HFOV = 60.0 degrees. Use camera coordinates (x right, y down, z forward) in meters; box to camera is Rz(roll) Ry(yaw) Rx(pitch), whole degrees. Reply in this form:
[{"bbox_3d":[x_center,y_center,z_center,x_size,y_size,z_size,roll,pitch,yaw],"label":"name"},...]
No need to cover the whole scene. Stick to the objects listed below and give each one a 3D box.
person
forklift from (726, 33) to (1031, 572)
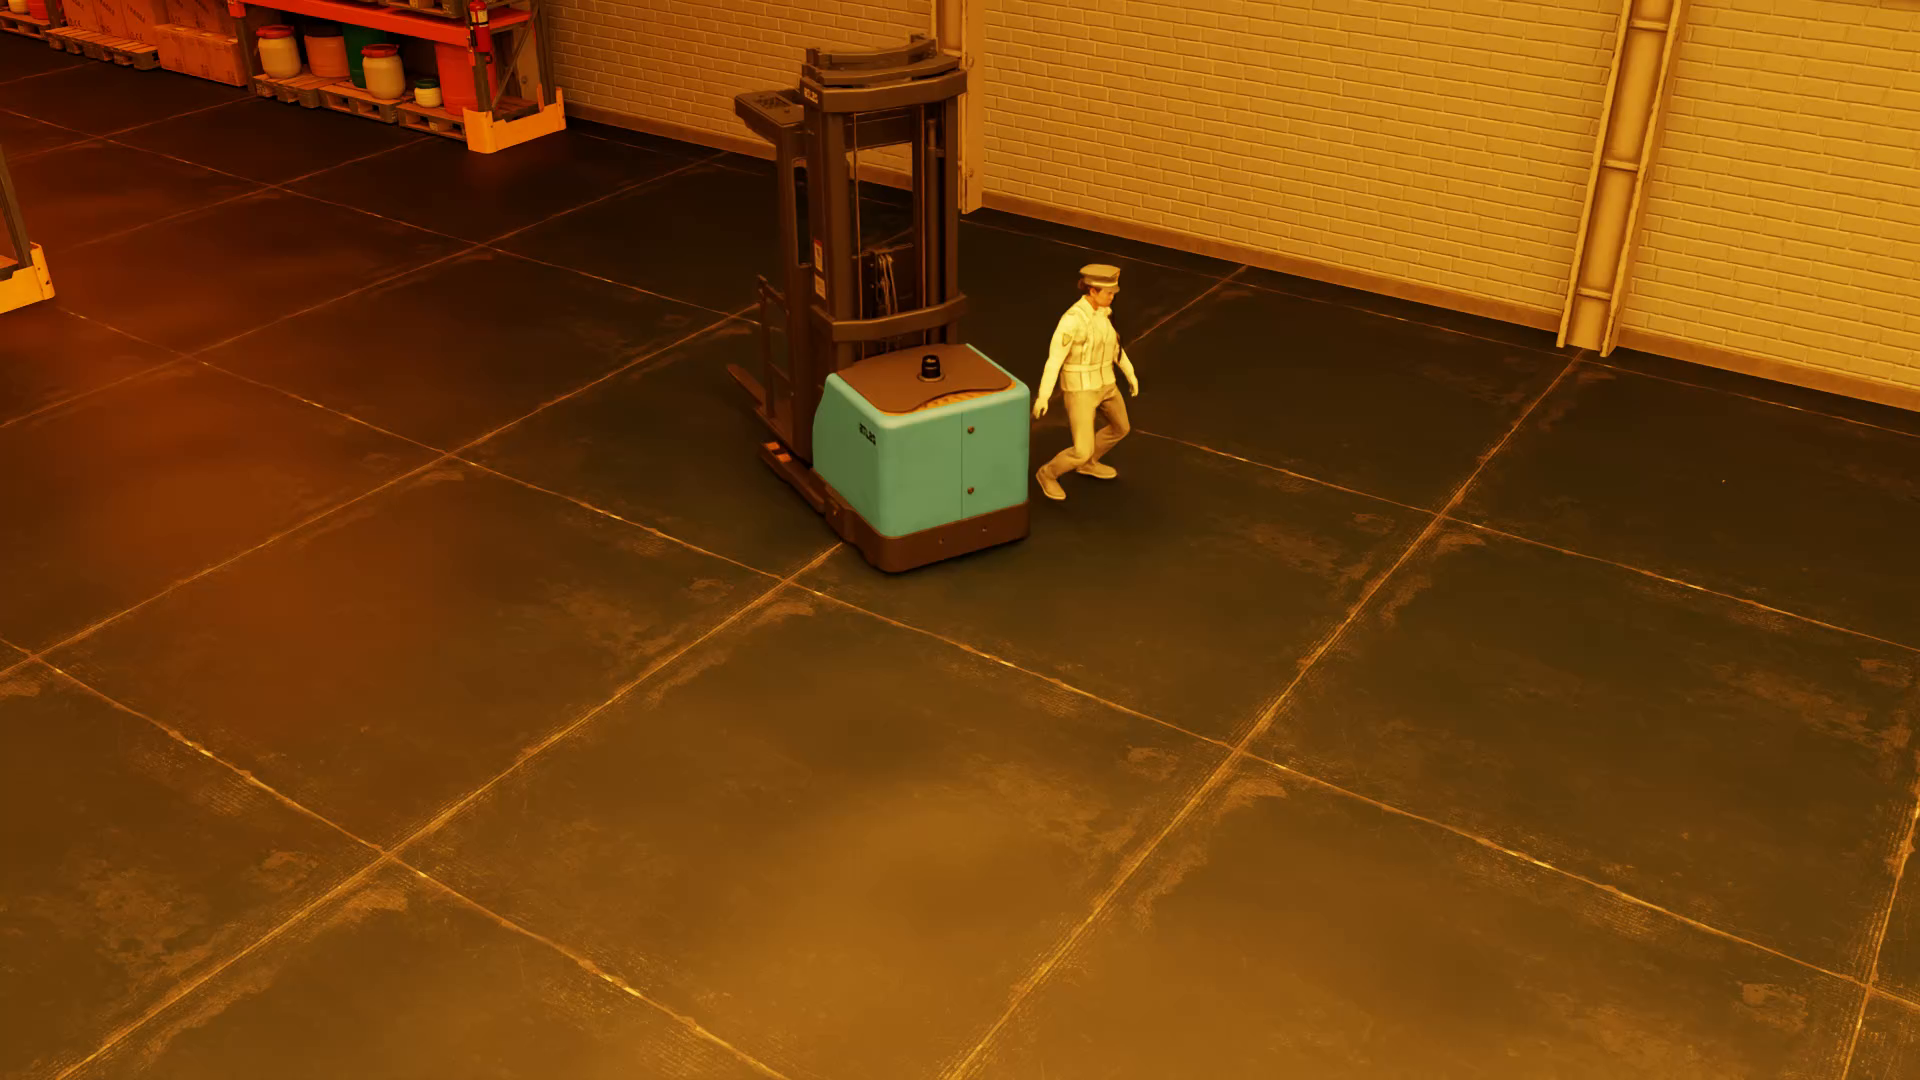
[{"bbox_3d":[0.806,-0.983,10.585,0.829,1.563,0.478,-26,39,-37],"label":"person"},{"bbox_3d":[-0.712,-1.783,10.652,1.130,2.935,3.031,-15,34,-25],"label":"forklift"}]
